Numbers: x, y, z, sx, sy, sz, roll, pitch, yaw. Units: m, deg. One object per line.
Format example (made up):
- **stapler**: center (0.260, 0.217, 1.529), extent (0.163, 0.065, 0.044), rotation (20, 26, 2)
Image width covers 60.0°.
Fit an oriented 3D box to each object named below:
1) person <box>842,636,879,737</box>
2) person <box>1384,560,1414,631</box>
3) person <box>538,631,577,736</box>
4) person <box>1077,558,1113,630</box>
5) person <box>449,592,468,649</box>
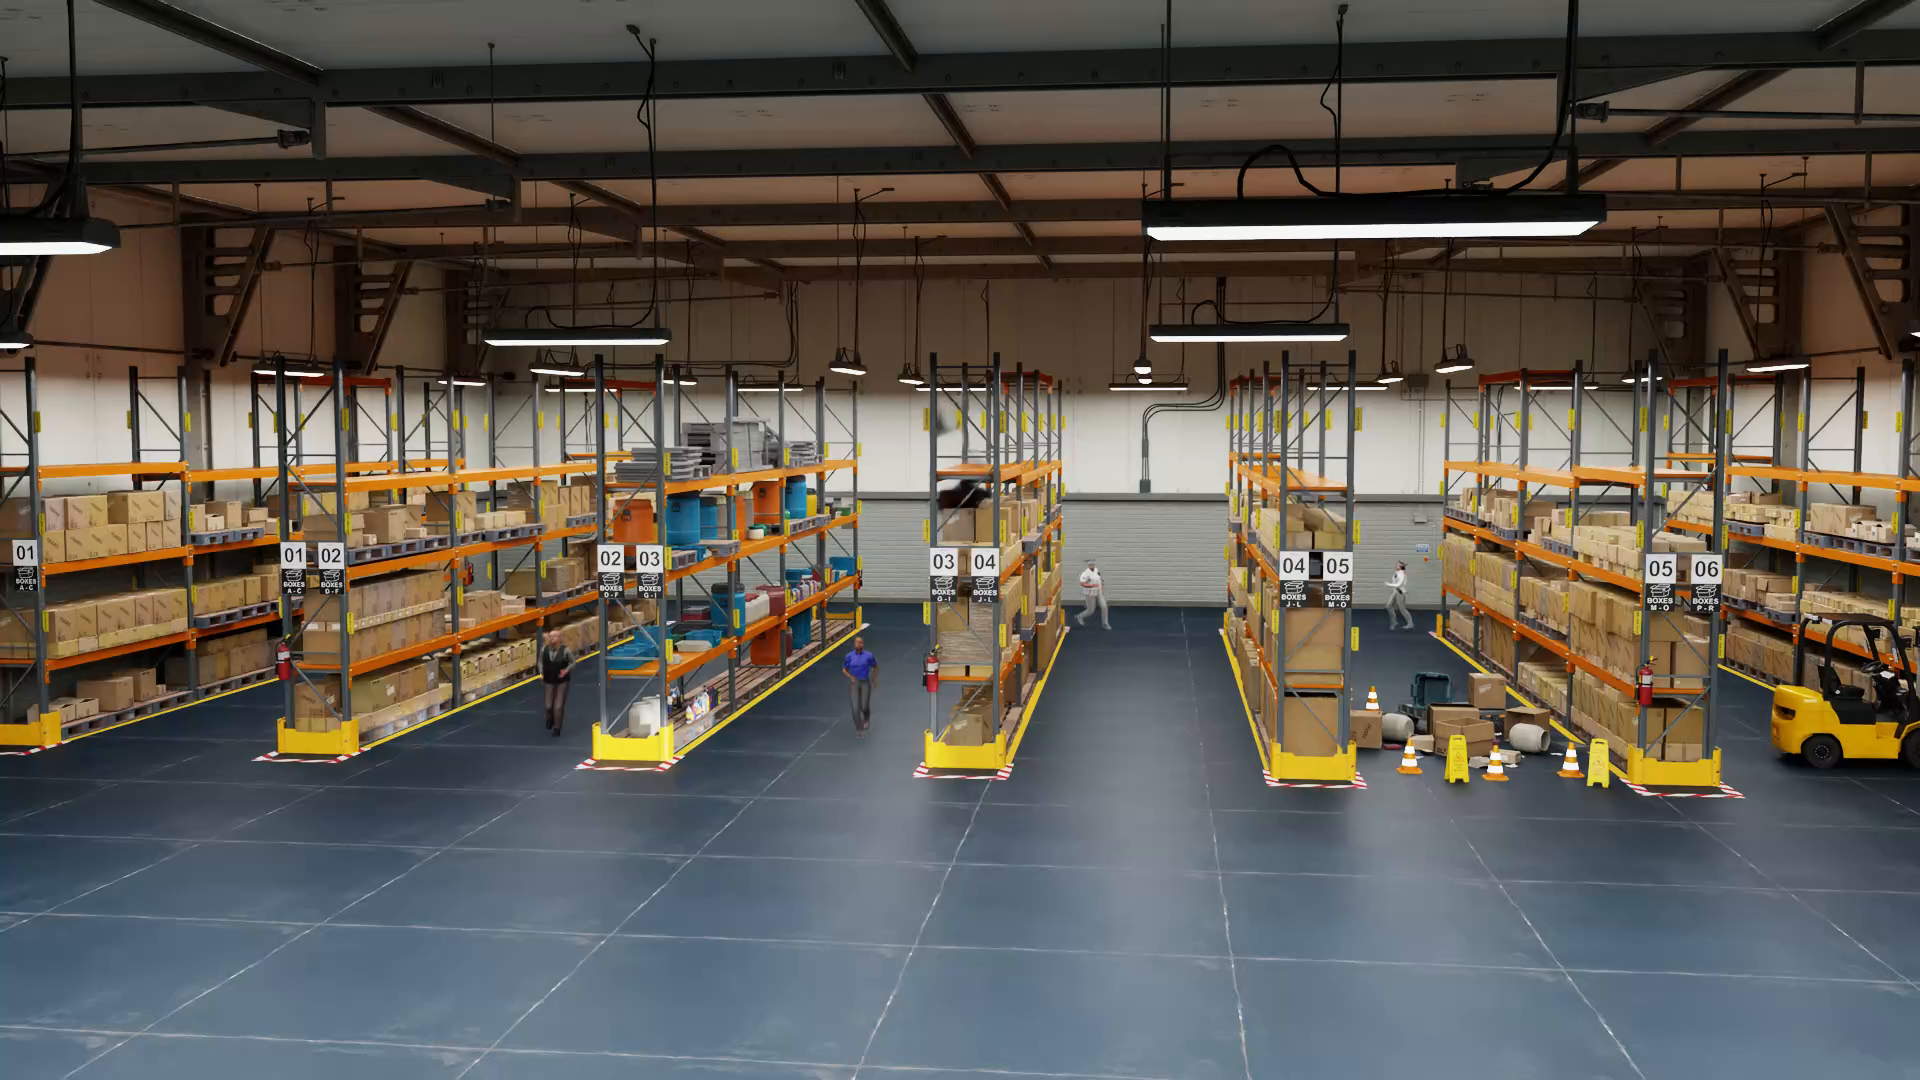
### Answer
- **person**: center (-1.587, 2.334, 26.418), extent (0.569, 1.617, 0.554), rotation (0, 4, 0)
- **person**: center (10.547, 1.338, 39.943), extent (0.724, 1.743, 0.577), rotation (0, 4, 1)
- **person**: center (-6.445, 2.289, 26.539), extent (0.652, 1.689, 0.607), rotation (0, 4, 0)
- **person**: center (3.200, 1.307, 40.329), extent (0.689, 1.759, 0.887), rotation (-3, 5, -38)
- **person**: center (-10.340, 1.778, 34.250), extent (0.509, 1.648, 0.728), rotation (0, 4, 2)
